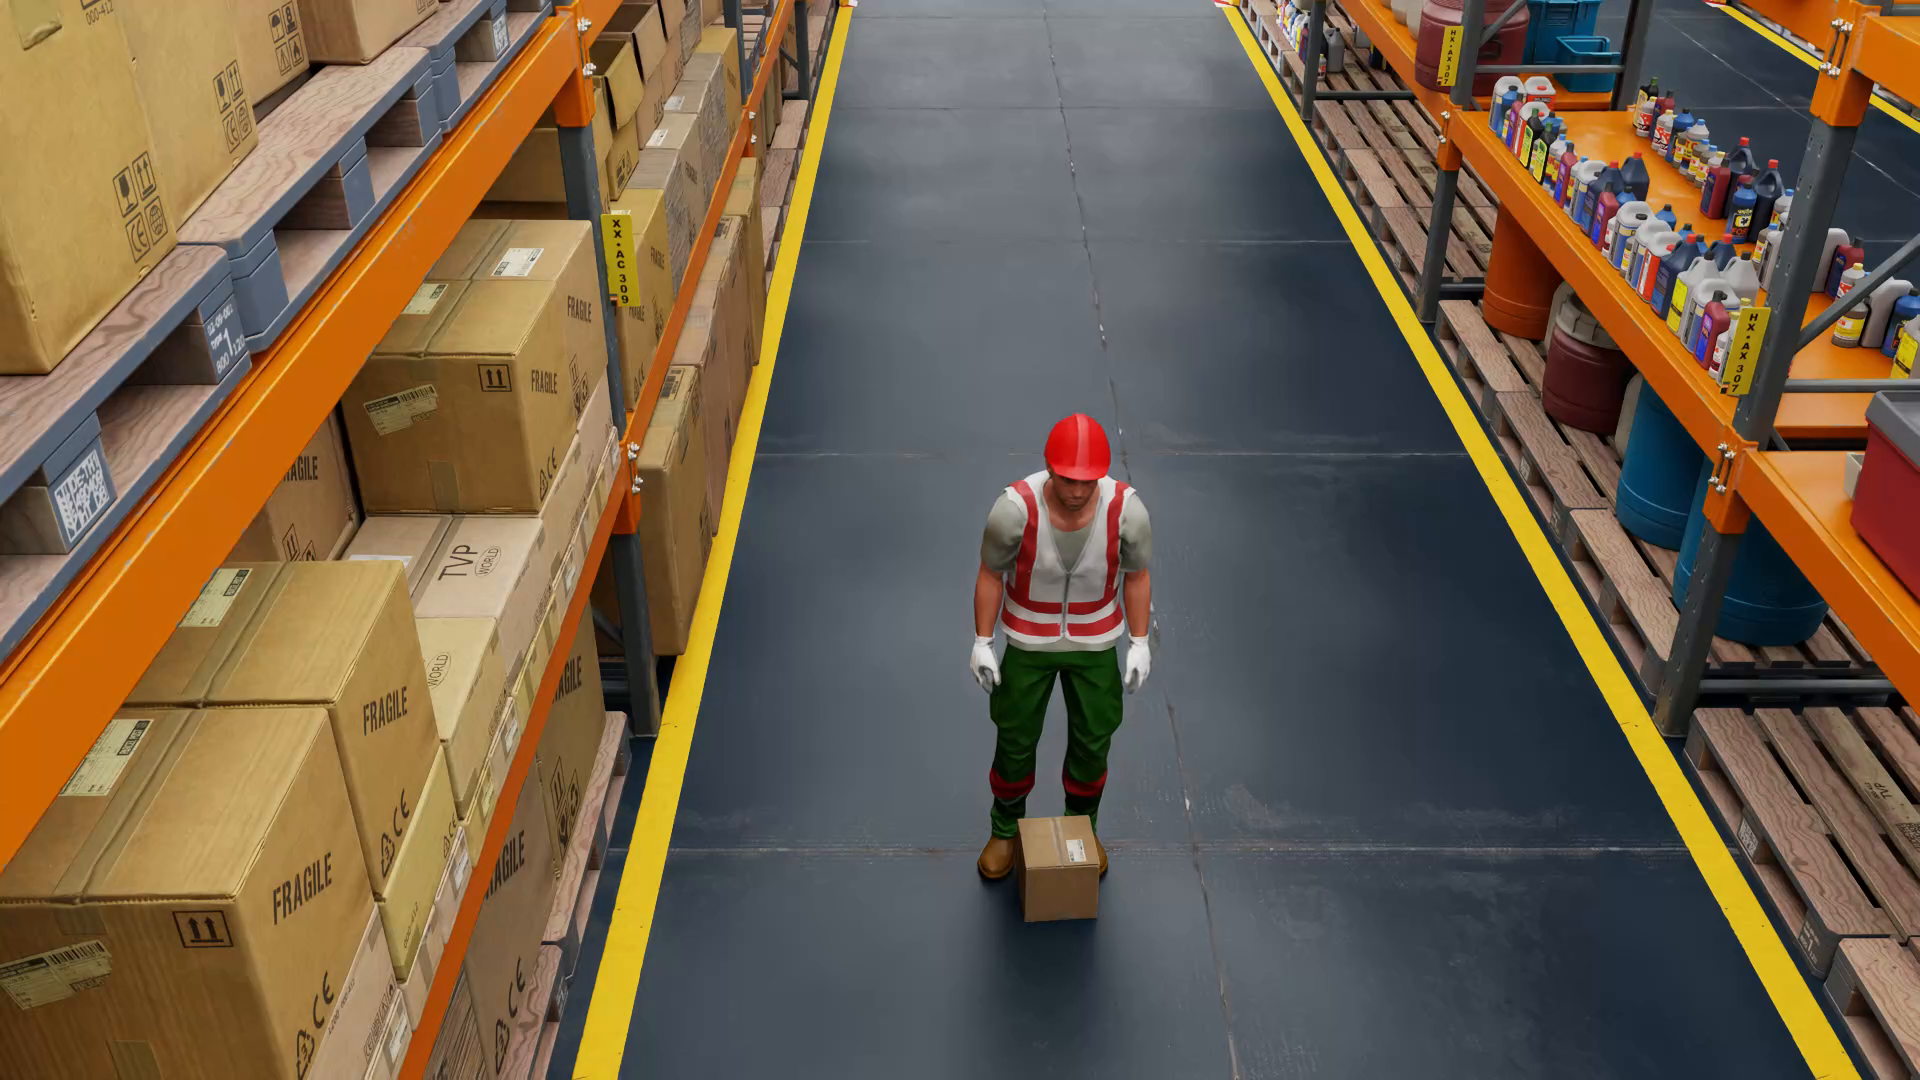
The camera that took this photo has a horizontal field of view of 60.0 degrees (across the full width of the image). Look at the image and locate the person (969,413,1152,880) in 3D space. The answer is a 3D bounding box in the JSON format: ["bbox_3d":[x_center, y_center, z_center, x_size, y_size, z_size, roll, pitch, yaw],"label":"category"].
[{"bbox_3d":[0.336,0.362,5.523,0.611,1.779,0.455,0,31,-1],"label":"person"}]
